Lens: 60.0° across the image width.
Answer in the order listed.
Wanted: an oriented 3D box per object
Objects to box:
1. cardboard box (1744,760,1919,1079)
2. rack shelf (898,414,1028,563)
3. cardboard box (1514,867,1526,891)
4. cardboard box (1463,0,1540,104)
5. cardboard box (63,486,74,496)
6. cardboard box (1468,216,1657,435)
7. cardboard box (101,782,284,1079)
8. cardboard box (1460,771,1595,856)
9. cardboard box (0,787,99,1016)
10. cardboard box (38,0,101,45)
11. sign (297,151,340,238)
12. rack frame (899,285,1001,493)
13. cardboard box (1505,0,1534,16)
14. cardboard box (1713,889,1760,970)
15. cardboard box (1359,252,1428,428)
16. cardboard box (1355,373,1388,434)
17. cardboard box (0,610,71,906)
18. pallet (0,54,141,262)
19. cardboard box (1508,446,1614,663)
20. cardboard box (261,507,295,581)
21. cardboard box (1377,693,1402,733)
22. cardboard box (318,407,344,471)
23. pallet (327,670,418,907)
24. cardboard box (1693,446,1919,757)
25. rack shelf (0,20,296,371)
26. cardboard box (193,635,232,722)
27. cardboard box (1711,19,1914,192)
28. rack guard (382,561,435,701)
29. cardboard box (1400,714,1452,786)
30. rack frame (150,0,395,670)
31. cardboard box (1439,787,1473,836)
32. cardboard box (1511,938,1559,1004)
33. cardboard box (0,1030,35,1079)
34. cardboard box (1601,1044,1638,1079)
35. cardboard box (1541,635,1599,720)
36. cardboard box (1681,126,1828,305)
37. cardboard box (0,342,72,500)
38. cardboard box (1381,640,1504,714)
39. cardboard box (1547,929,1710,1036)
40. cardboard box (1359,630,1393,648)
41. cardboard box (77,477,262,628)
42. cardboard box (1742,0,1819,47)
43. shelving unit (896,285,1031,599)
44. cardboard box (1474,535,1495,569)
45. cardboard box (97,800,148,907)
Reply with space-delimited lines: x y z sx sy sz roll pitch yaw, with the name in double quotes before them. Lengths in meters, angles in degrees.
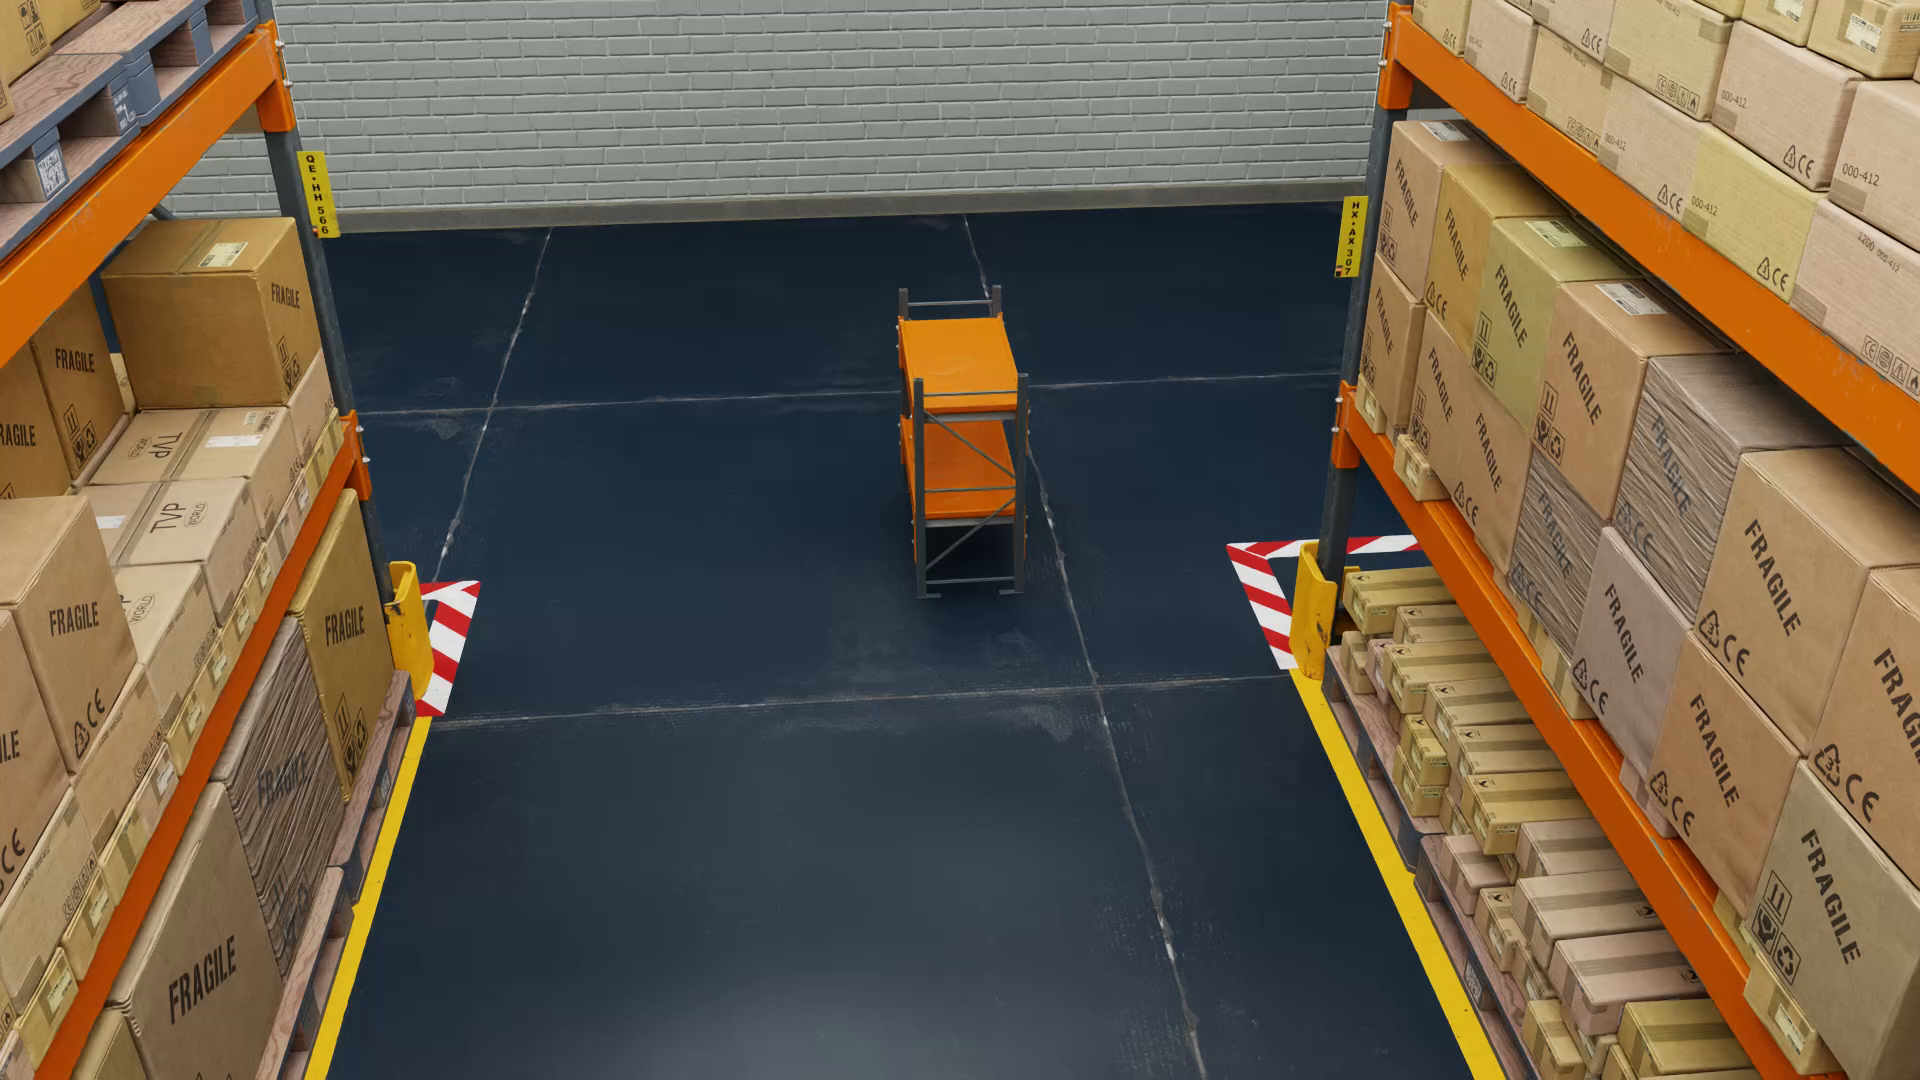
"cardboard box" 2.108 0.810 3.582 0.500 0.500 0.500 -3 31 -5
"rack shelf" -0.001 -0.276 8.093 0.538 0.278 1.000 -3 31 -5
"cardboard box" 2.052 1.172 5.442 0.380 0.149 0.250 -1 31 -2
"cardboard box" 1.893 -1.541 5.127 0.500 0.250 0.500 -2 31 -3
"cardboard box" -3.012 0.074 5.057 0.500 0.250 0.500 -4 31 -6
"cardboard box" 1.918 -0.663 5.071 0.500 0.500 0.500 -3 31 -6
"cardboard box" -2.579 1.331 4.759 0.875 0.875 0.875 -3 31 -5
"cardboard box" 1.914 0.914 5.584 0.380 0.149 0.250 -2 31 -4
"cardboard box" -2.338 0.830 3.792 0.500 0.250 0.500 -3 31 -5
"cardboard box" -2.852 -1.640 4.542 0.700 0.500 0.500 -4 31 -6
"sign" -2.345 -1.260 6.075 0.100 0.325 0.005 -3 31 -5
"rack frame" -0.048 -0.746 8.402 0.500 1.125 0.032 -3 31 -5
"cardboard box" 1.893 -1.764 5.011 0.500 0.250 0.500 -3 31 -5
"cardboard box" 2.077 0.921 4.027 0.380 0.149 0.250 -2 31 -3
"cardboard box" 1.828 -0.757 6.204 0.500 0.500 0.500 -1 31 -2
"cardboard box" 1.765 -0.540 6.473 0.380 0.149 0.250 -3 31 -5
"cardboard box" -2.342 0.506 3.603 0.500 0.500 0.500 -3 31 -5
"pallet" -2.690 -0.890 3.976 1.003 0.211 1.213 -3 31 -5
"cardboard box" 1.990 0.026 4.894 0.500 0.500 0.500 -4 31 -6
"cardboard box" -2.455 0.020 5.536 0.380 0.149 0.250 -2 31 -4
"cardboard box" 1.897 0.628 6.645 0.380 0.149 0.250 -3 31 -5
"cardboard box" -2.526 -0.369 6.187 0.380 0.149 0.250 -2 31 -4
"pallet" -2.734 0.959 6.438 1.003 0.211 1.213 -3 31 -5
"cardboard box" 2.068 0.123 3.756 0.500 0.500 0.500 -4 31 -6
"rack shelf" -2.700 -0.600 4.106 1.077 0.370 4.000 -3 31 -5
"cardboard box" -2.383 0.412 4.880 0.380 0.149 0.250 -2 31 -4
"cardboard box" 2.048 -0.980 3.699 0.500 0.250 0.500 -2 31 -3
"rack guard" -2.889 0.418 7.062 1.175 0.500 0.348 -3 31 -5
"cardboard box" 1.851 0.767 6.122 0.380 0.149 0.250 -2 31 -3
"rack frame" -2.887 -0.643 6.401 1.000 3.000 0.127 -3 31 -5
"cardboard box" 1.961 1.015 5.995 0.380 0.149 0.250 -3 31 -4
"cardboard box" 2.005 1.409 5.337 0.380 0.149 0.250 -2 31 -4
"cardboard box" -2.234 1.206 3.550 0.380 0.149 0.250 -4 31 -6
"cardboard box" 2.083 1.578 4.764 0.380 0.149 0.250 -2 31 -4
"cardboard box" 1.957 0.392 4.913 0.380 0.149 0.250 -2 31 -4
"cardboard box" 2.037 -0.762 3.822 0.500 0.250 0.500 -3 31 -5
"cardboard box" -3.010 -0.250 4.869 0.500 0.500 0.500 -4 31 -6
"cardboard box" 1.813 0.513 6.256 0.380 0.149 0.250 -3 31 -5
"cardboard box" 1.985 1.307 4.927 0.380 0.149 0.250 -4 31 -7
"cardboard box" 1.854 0.367 6.791 0.380 0.149 0.250 -2 31 -3
"cardboard box" -2.483 0.048 5.101 0.500 0.250 0.500 -4 31 -6
"cardboard box" 1.987 -1.201 3.681 0.380 0.149 0.250 -3 31 -5
"shelving unit" -0.001 -0.486 7.967 0.538 1.125 1.048 -3 31 -5
"cardboard box" 1.963 -0.006 5.580 0.380 0.149 0.250 -3 31 -5
"cardboard box" -2.310 0.807 4.218 0.380 0.149 0.250 -3 31 -5
